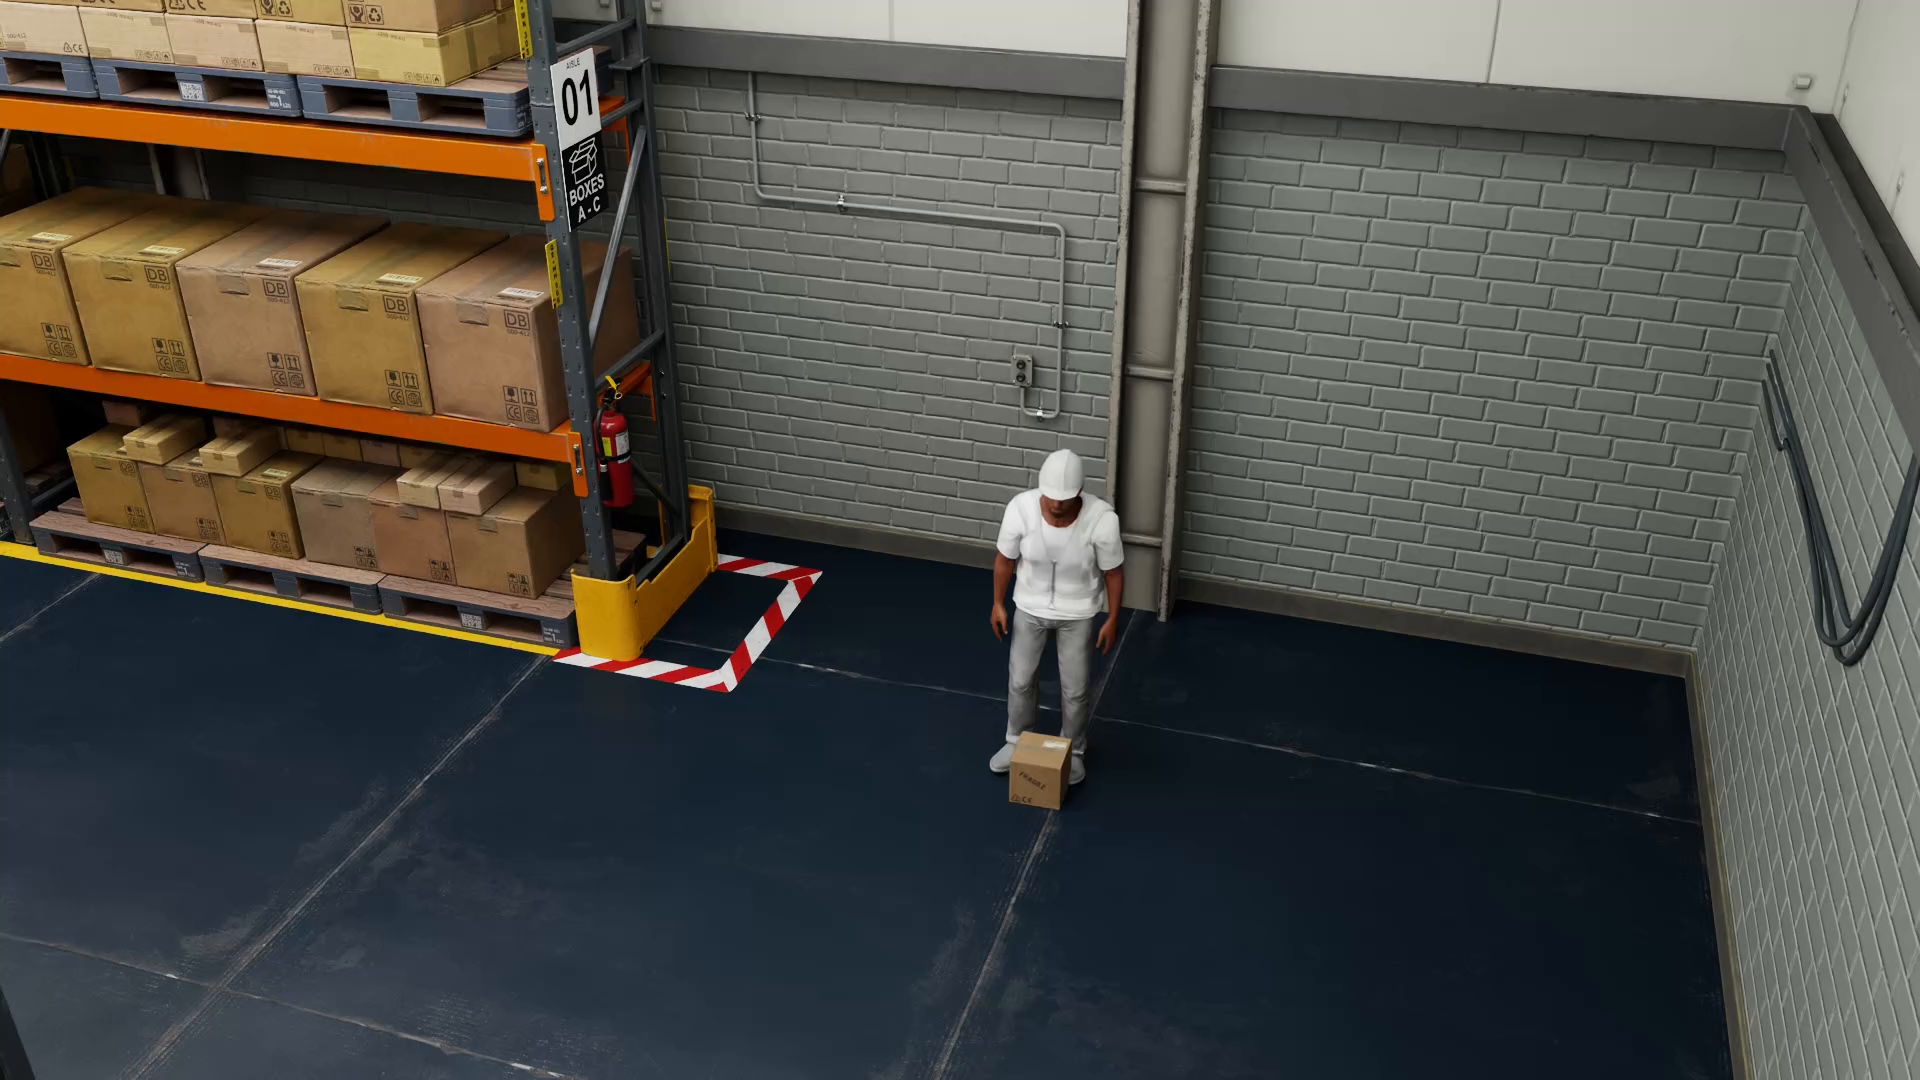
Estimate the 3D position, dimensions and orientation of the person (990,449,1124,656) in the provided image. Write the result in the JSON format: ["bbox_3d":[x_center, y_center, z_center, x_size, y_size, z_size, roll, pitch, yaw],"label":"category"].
[{"bbox_3d":[0.450,0.042,7.699,0.624,1.063,0.463,7,30,13],"label":"person"}]
